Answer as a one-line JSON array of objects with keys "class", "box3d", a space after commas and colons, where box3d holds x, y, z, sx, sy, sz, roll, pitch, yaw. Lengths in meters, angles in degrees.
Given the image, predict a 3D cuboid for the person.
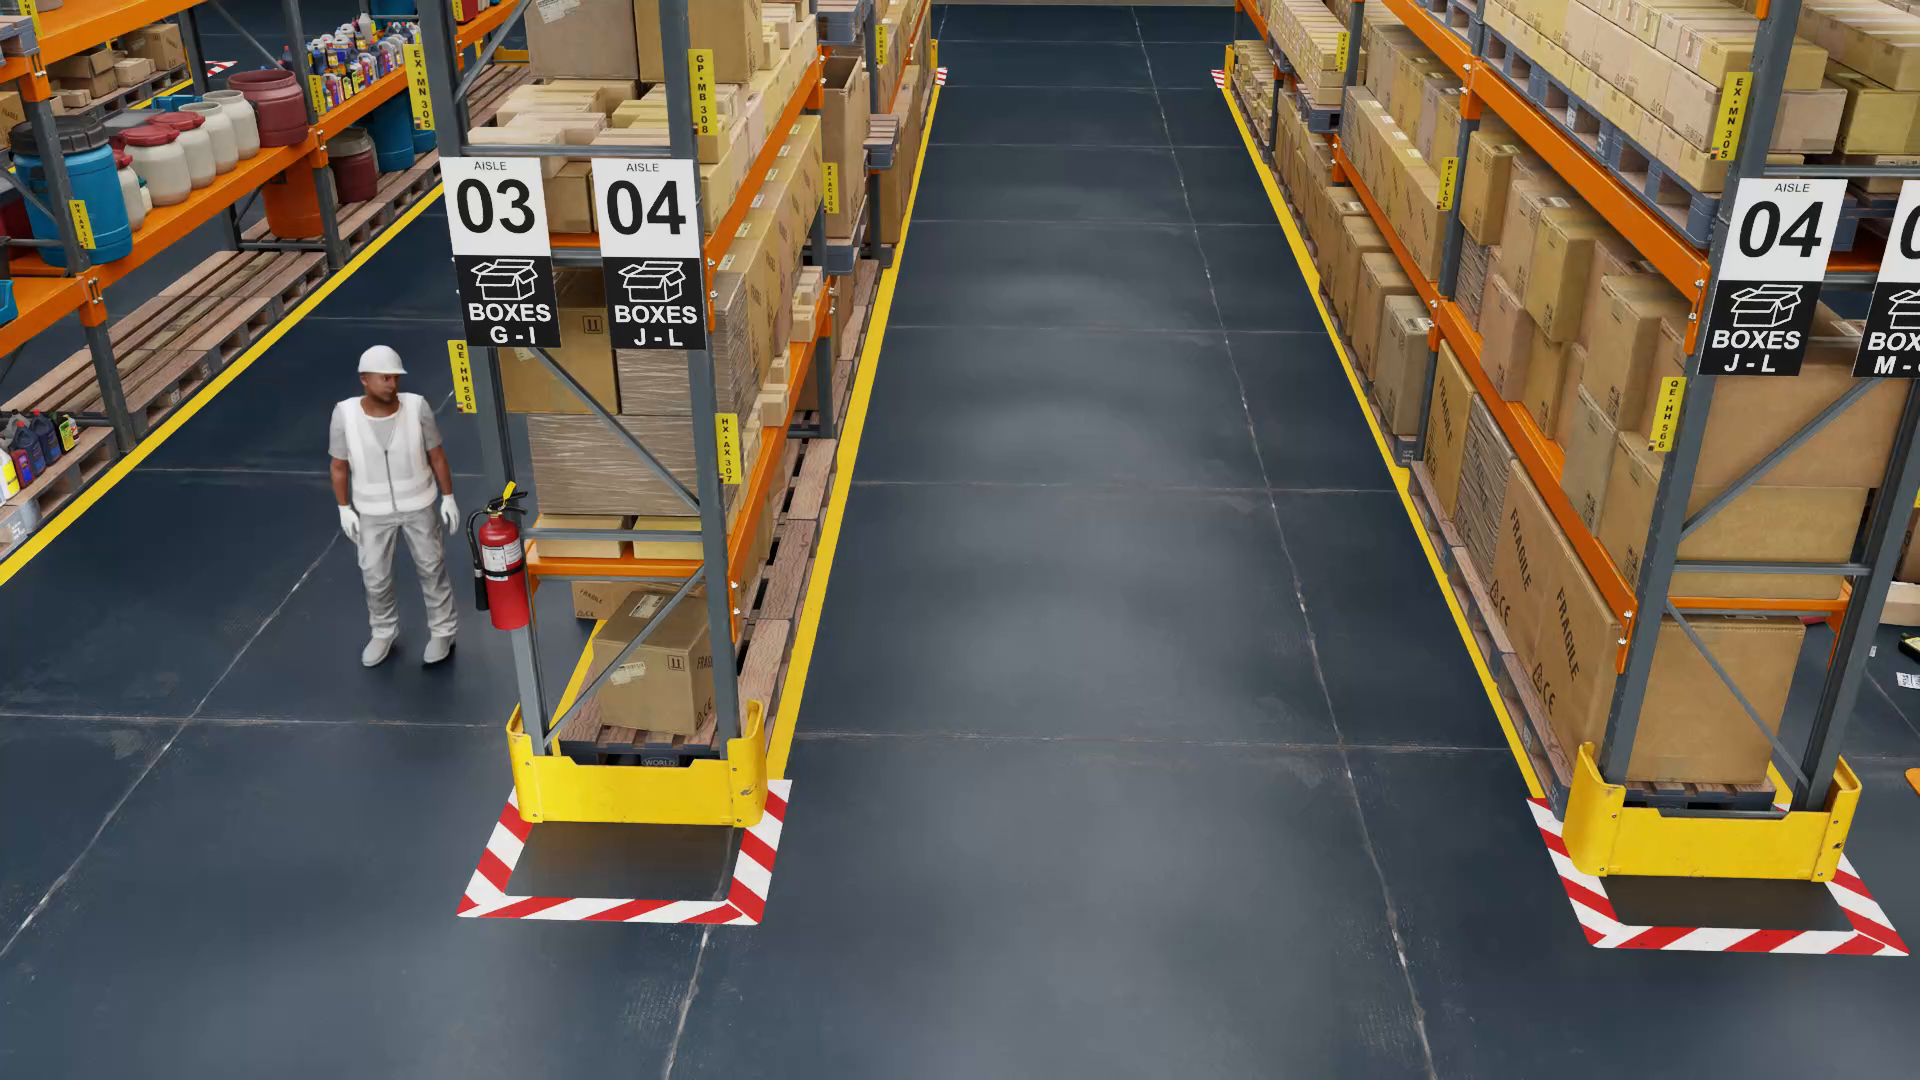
[{"class": "person", "box3d": [-3.013, -0.167, 8.890, 0.630, 1.784, 0.391, -9, 29, -16]}]
